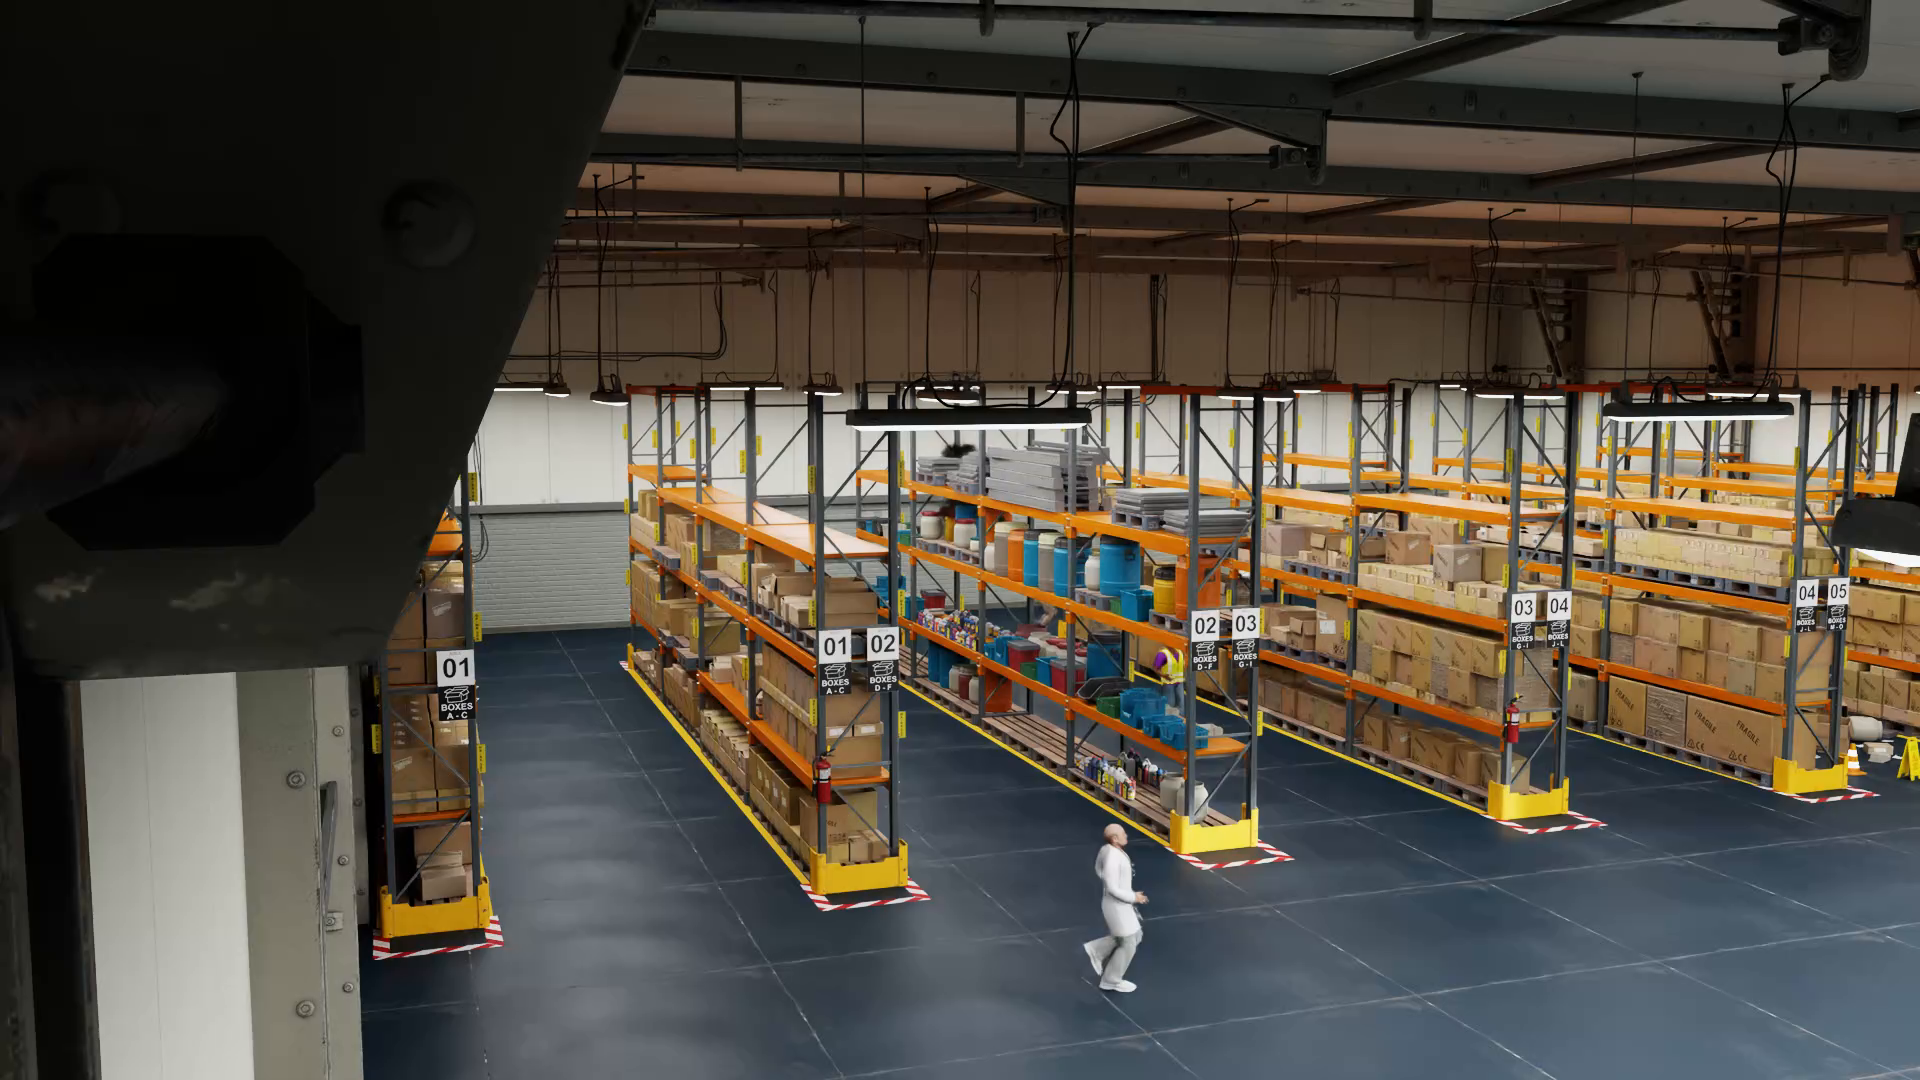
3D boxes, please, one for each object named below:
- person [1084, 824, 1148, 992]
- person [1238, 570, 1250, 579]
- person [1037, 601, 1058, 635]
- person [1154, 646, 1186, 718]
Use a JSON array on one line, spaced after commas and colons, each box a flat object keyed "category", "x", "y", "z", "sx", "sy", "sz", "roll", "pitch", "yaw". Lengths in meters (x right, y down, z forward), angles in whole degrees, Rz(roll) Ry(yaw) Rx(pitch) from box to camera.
[{"category": "person", "x": 1.587, "y": 3.777, "z": 16.914, "sx": 0.636, "sy": 1.648, "sz": 0.711, "roll": 0, "pitch": 6, "yaw": 2}, {"category": "person", "x": 6.867, "y": 1.279, "z": 40.892, "sx": 0.896, "sy": 1.652, "sz": 0.674, "roll": -2, "pitch": 6, "yaw": -23}, {"category": "person", "x": 2.098, "y": 1.413, "z": 39.572, "sx": 0.531, "sy": 1.689, "sz": 0.673, "roll": -1, "pitch": 6, "yaw": -7}, {"category": "person", "x": 3.712, "y": 2.482, "z": 28.994, "sx": 0.713, "sy": 1.736, "sz": 0.897, "roll": -3, "pitch": 7, "yaw": -26}]
